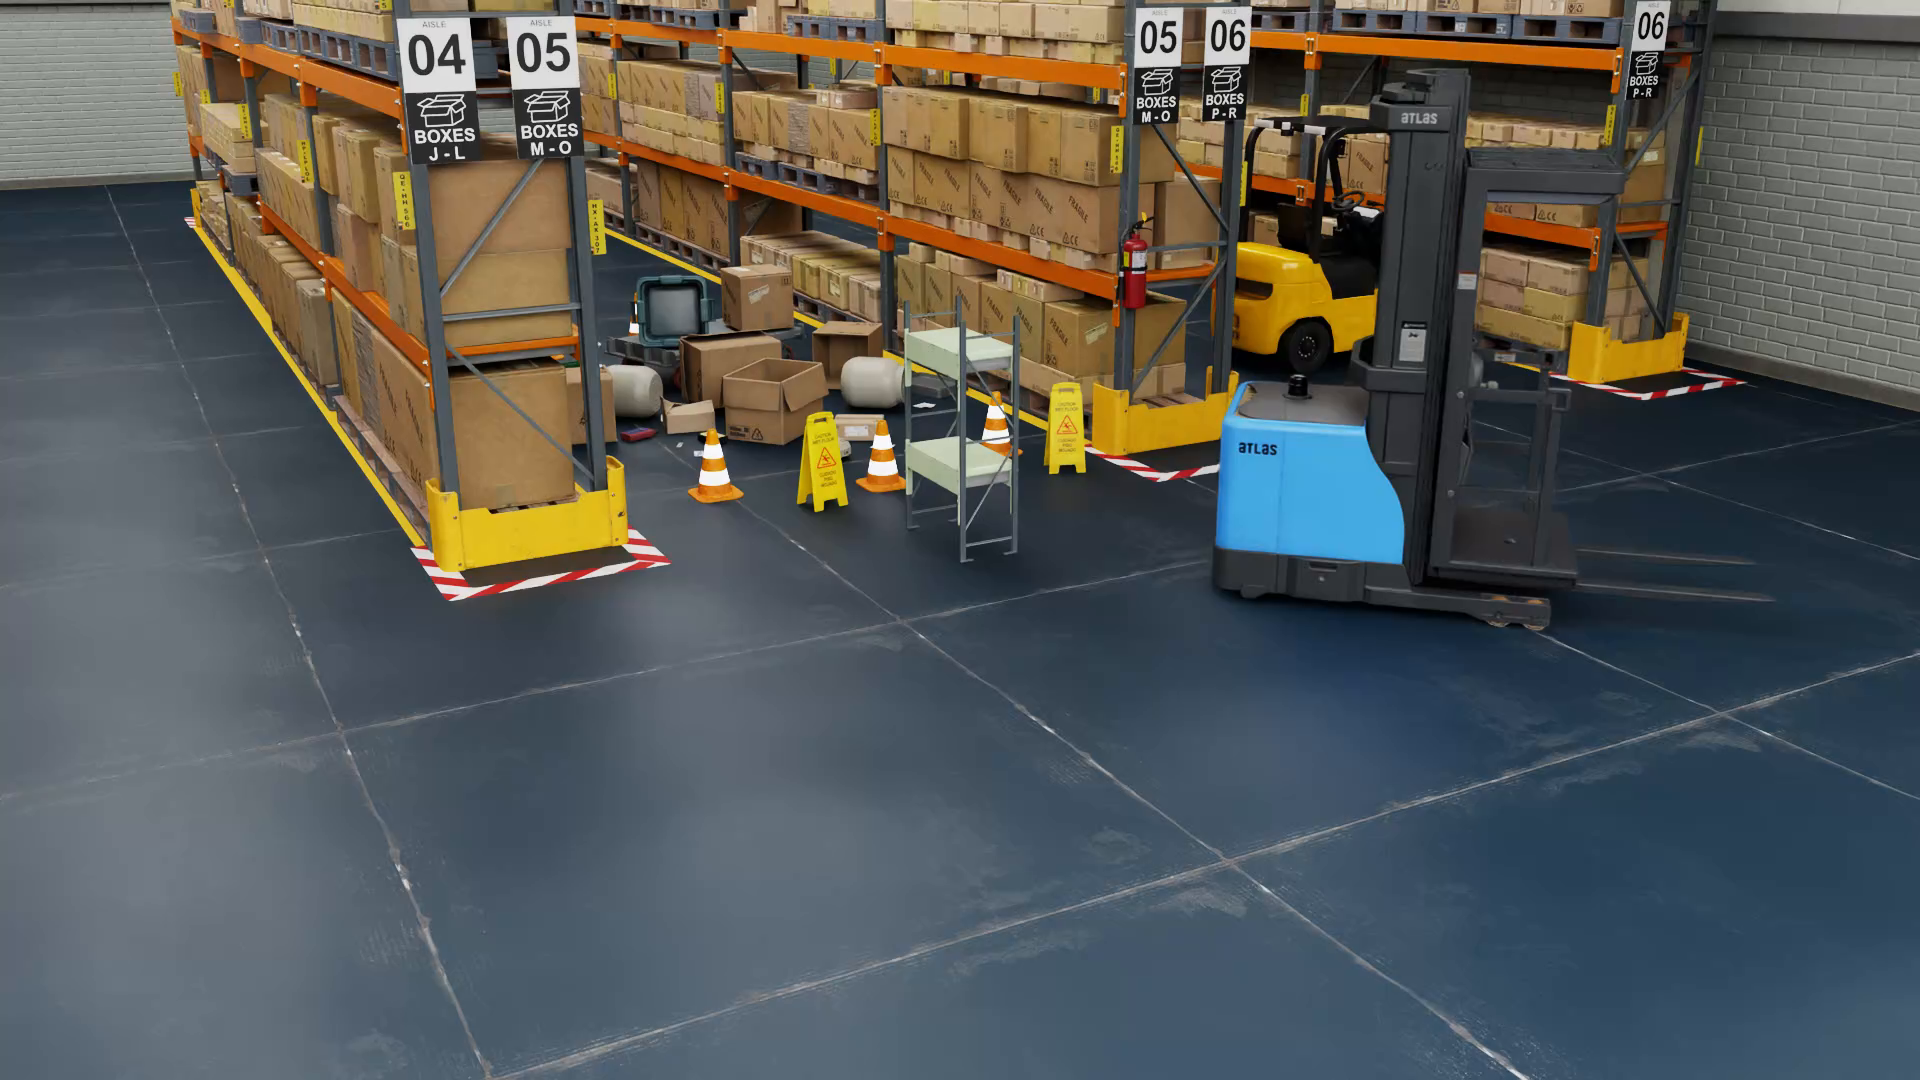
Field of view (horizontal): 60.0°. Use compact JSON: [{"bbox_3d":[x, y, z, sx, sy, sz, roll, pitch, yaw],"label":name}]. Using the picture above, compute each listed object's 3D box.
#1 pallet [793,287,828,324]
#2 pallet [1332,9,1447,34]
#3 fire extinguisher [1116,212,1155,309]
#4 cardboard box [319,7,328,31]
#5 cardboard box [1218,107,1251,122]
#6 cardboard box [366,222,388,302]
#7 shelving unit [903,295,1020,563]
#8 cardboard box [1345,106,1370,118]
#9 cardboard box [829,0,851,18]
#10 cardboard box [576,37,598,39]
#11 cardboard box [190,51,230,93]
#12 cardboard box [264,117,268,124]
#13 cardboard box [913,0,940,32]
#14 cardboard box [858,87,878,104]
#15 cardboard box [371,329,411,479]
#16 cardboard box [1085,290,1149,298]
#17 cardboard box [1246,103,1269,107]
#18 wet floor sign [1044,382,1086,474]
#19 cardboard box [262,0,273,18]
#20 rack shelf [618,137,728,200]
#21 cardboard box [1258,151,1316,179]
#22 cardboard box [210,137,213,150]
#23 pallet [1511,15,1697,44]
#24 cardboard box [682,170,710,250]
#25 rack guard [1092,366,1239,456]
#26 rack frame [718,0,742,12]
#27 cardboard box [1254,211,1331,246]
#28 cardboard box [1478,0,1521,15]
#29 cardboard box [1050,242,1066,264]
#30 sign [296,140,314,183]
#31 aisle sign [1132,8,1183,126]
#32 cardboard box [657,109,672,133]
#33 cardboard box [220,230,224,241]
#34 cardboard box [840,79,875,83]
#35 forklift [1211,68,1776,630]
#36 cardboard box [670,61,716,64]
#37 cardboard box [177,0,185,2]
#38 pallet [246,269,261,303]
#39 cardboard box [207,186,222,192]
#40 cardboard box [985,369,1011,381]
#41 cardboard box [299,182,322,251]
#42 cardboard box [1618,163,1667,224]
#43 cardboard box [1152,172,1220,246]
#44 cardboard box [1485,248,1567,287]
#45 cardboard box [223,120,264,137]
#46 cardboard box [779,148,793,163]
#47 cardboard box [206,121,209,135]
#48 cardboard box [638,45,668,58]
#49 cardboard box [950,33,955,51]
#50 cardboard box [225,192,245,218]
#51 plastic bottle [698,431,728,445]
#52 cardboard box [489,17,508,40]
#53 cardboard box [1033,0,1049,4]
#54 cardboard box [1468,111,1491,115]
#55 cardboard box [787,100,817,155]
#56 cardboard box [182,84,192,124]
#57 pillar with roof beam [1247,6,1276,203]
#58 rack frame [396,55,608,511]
[{"bbox_3d":[-1.240,-2.562,17.733,1.003,0.211,1.213,-10,21,-27],"label":"pallet"},{"bbox_3d":[4.509,-5.212,16.673,1.003,0.211,1.213,-10,21,-27],"label":"pallet"},{"bbox_3d":[1.263,-2.017,11.998,0.296,0.674,0.183,-10,21,-27],"label":"fire extinguisher"},{"bbox_3d":[-4.114,-3.533,11.262,0.380,0.149,0.250,-10,21,-27],"label":"cardboard box"},{"bbox_3d":[3.091,-4.856,18.958,0.380,0.149,0.250,-10,21,-26],"label":"cardboard box"},{"bbox_3d":[-3.635,-2.013,11.637,0.875,0.550,0.500,-10,21,-27],"label":"cardboard box"},{"bbox_3d":[0.003,-0.707,10.381,0.431,1.500,0.755,-10,21,-27],"label":"shelving unit"},{"bbox_3d":[4.190,-4.375,17.108,0.380,0.149,0.250,-10,21,-26],"label":"cardboard box"},{"bbox_3d":[-0.926,-5.143,15.926,0.500,0.250,0.500,-10,21,-26],"label":"cardboard box"},{"bbox_3d":[-5.637,-7.506,25.104,0.380,0.149,0.250,-10,21,-26],"label":"cardboard box"},{"bbox_3d":[-9.335,-5.857,20.866,0.500,0.500,0.500,-9,21,-25],"label":"cardboard box"},{"bbox_3d":[-7.904,-4.868,19.427,0.380,0.149,0.250,-10,21,-26],"label":"cardboard box"},{"bbox_3d":[-0.065,-4.479,14.188,0.500,0.250,0.500,-10,21,-27],"label":"cardboard box"},{"bbox_3d":[-0.804,-4.485,16.783,0.380,0.149,0.250,-9,21,-24],"label":"cardboard box"},{"bbox_3d":[-3.494,-0.993,11.525,0.875,0.875,0.875,-10,22,-28],"label":"cardboard box"},{"bbox_3d":[1.210,-1.842,13.793,0.500,0.500,0.500,-11,22,-29],"label":"cardboard box"},{"bbox_3d":[3.420,-5.009,19.402,0.380,0.149,0.250,-10,21,-26],"label":"cardboard box"},{"bbox_3d":[0.762,-0.825,12.033,0.267,0.644,0.232,-3,19,-8],"label":"wet floor sign"},{"bbox_3d":[-5.620,-4.601,14.109,0.500,0.311,0.500,-11,22,-29],"label":"cardboard box"},{"bbox_3d":[-3.135,-4.689,20.724,1.077,0.370,4.000,-10,21,-27],"label":"rack shelf"},{"bbox_3d":[3.611,-4.110,18.172,0.500,0.250,0.500,-9,21,-25],"label":"cardboard box"},{"bbox_3d":[-8.240,-4.479,18.755,0.380,0.149,0.250,-10,21,-26],"label":"cardboard box"},{"bbox_3d":[5.667,-4.511,14.643,1.003,0.211,1.213,-10,21,-27],"label":"pallet"},{"bbox_3d":[-2.860,-4.117,20.577,0.875,0.875,0.875,-10,21,-26],"label":"cardboard box"},{"bbox_3d":[1.578,-0.998,12.758,1.175,0.500,0.348,-10,21,-27],"label":"rack guard"},{"bbox_3d":[-2.185,-7.291,17.964,1.000,3.000,0.127,-10,21,-27],"label":"rack frame"},{"bbox_3d":[3.823,-3.300,18.594,0.875,0.625,0.625,-9,21,-24],"label":"cardboard box"},{"bbox_3d":[5.157,-5.038,15.084,0.700,0.500,0.500,-10,21,-26],"label":"cardboard box"},{"bbox_3d":[0.927,-2.246,12.927,0.380,0.149,0.250,-10,22,-28],"label":"cardboard box"},{"bbox_3d":[-5.067,-2.934,12.881,0.100,0.325,0.005,-10,21,-27],"label":"sign"},{"bbox_3d":[1.388,-3.324,11.681,0.394,0.787,0.004,-10,21,-27],"label":"aisle sign"},{"bbox_3d":[-3.393,-5.159,20.448,0.500,0.250,0.500,-11,22,-28],"label":"cardboard box"},{"bbox_3d":[-9.111,-3.871,20.979,0.380,0.149,0.250,-11,22,-28],"label":"cardboard box"},{"bbox_3d":[-1.639,-7.419,27.307,0.500,0.250,0.500,-10,21,-26],"label":"cardboard box"},{"bbox_3d":[3.039,-1.079,9.266,3.031,2.935,1.130,5,20,14],"label":"forklift"},{"bbox_3d":[-3.399,-5.886,21.405,0.500,0.500,0.500,-10,21,-26],"label":"cardboard box"},{"bbox_3d":[-9.593,-6.931,20.984,0.500,0.250,0.500,-11,22,-29],"label":"cardboard box"},{"bbox_3d":[-7.439,-2.915,18.756,1.003,0.211,1.213,-10,21,-27],"label":"pallet"},{"bbox_3d":[-9.908,-4.673,22.391,0.380,0.149,0.250,-11,22,-29],"label":"cardboard box"},{"bbox_3d":[0.501,-1.547,14.086,0.500,0.250,0.500,-11,22,-29],"label":"cardboard box"},{"bbox_3d":[-5.077,-2.666,13.607,0.500,0.500,0.500,-10,21,-27],"label":"cardboard box"},{"bbox_3d":[5.990,-3.161,15.039,0.500,0.500,0.500,-9,21,-25],"label":"cardboard box"},{"bbox_3d":[1.633,-2.525,12.741,0.500,0.500,0.500,-10,22,-27],"label":"cardboard box"},{"bbox_3d":[5.240,-2.529,15.401,0.500,0.250,0.500,-10,21,-26],"label":"cardboard box"},{"bbox_3d":[-7.371,-4.237,17.142,0.380,0.149,0.250,-9,21,-25],"label":"cardboard box"},{"bbox_3d":[-1.705,-4.101,17.659,0.380,0.149,0.250,-9,21,-23],"label":"cardboard box"},{"bbox_3d":[-8.363,-4.695,18.925,0.380,0.149,0.250,-9,21,-25],"label":"cardboard box"},{"bbox_3d":[-4.142,-6.631,22.570,0.380,0.149,0.250,-10,21,-26],"label":"cardboard box"},{"bbox_3d":[0.138,-4.184,13.944,0.380,0.149,0.250,-11,22,-28],"label":"cardboard box"},{"bbox_3d":[-8.275,-3.926,19.448,0.500,0.250,0.500,-11,22,-29],"label":"cardboard box"},{"bbox_3d":[-1.927,-0.788,12.822,0.283,0.061,0.133,16,25,39],"label":"plastic bottle"},{"bbox_3d":[-2.575,-3.055,9.877,0.380,0.149,0.250,-10,21,-26],"label":"cardboard box"},{"bbox_3d":[0.782,-4.188,12.734,0.380,0.149,0.250,-10,21,-27],"label":"cardboard box"},{"bbox_3d":[5.078,-4.153,16.466,0.380,0.149,0.250,-10,22,-27],"label":"cardboard box"},{"bbox_3d":[-1.433,-4.231,17.042,0.500,0.500,0.500,-11,22,-29],"label":"cardboard box"},{"bbox_3d":[-10.322,-5.972,22.730,0.500,0.500,0.500,-9,21,-24],"label":"cardboard box"},{"bbox_3d":[-0.195,-7.159,17.583,9.100,9.000,0.400,-10,21,-27],"label":"pillar with roof beam"},{"bbox_3d":[-2.695,-1.362,9.981,1.000,3.000,0.127,-10,21,-27],"label":"rack frame"}]
